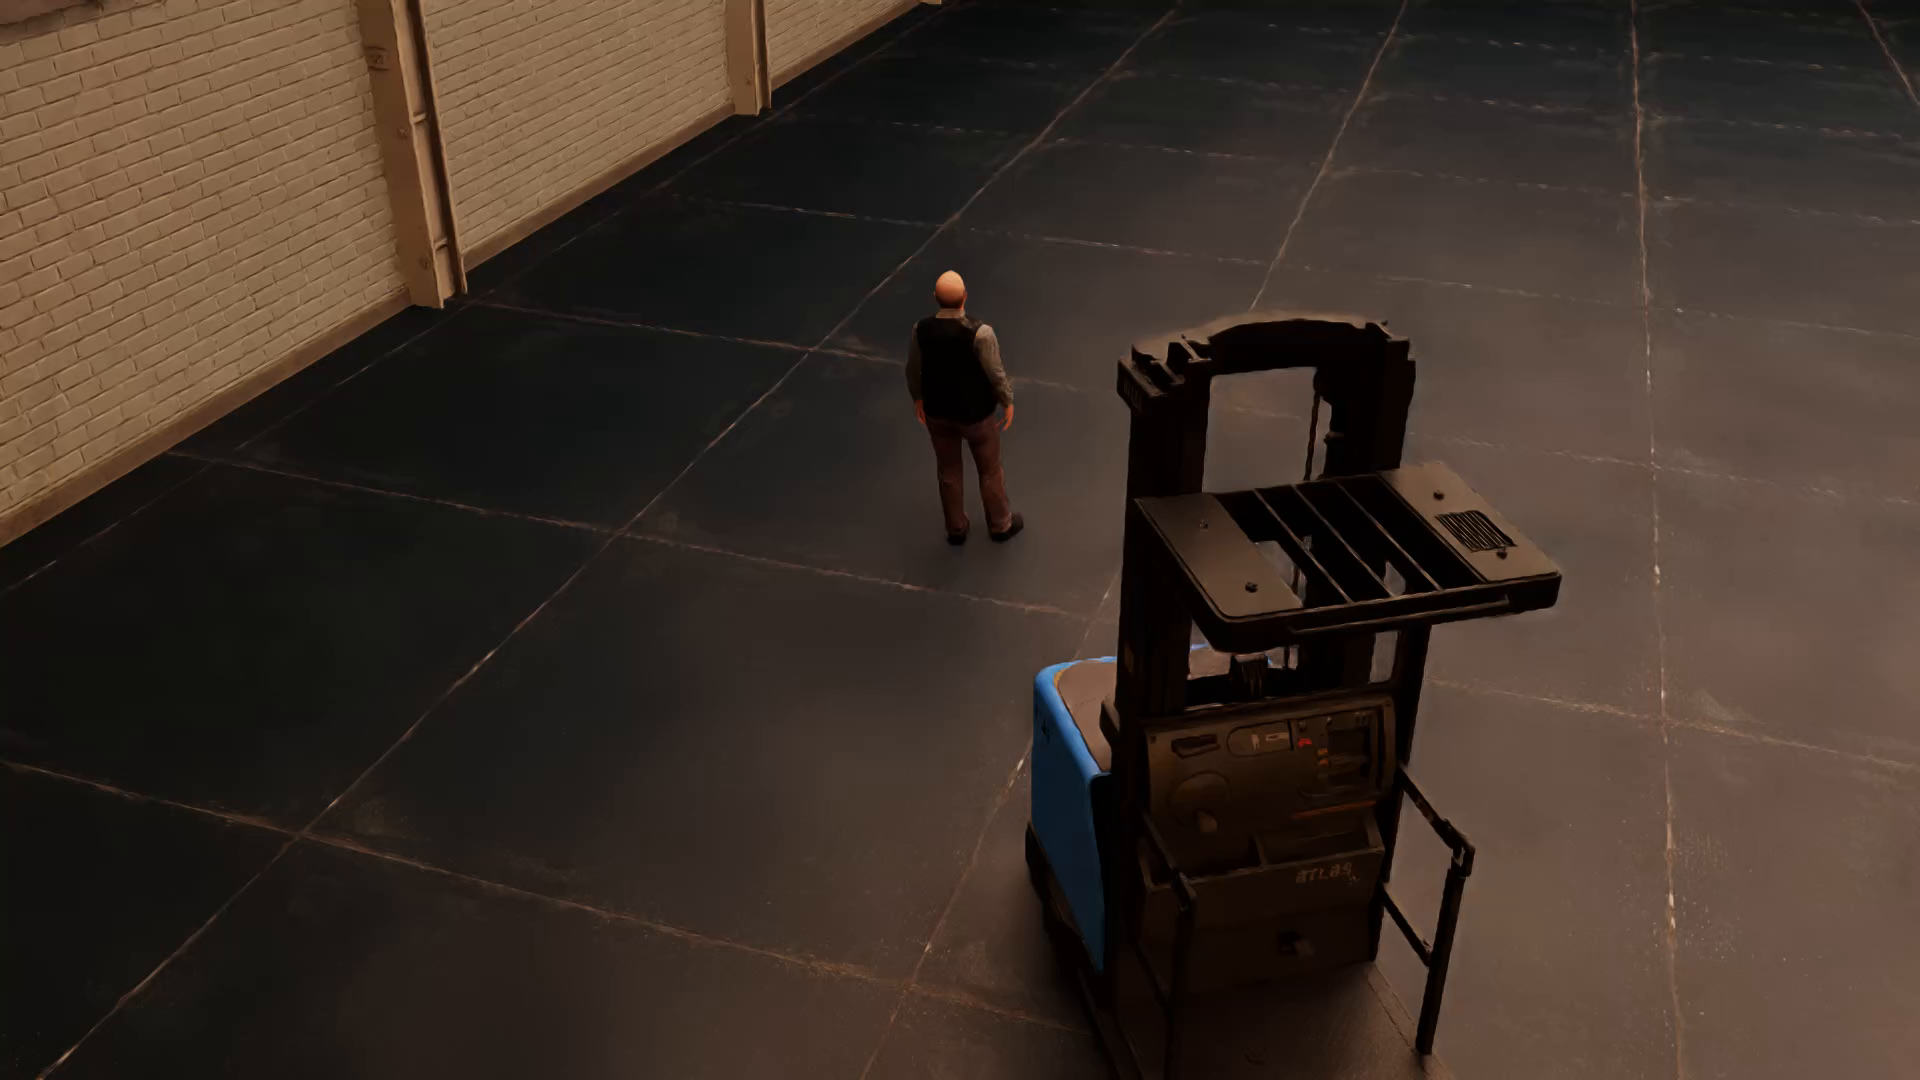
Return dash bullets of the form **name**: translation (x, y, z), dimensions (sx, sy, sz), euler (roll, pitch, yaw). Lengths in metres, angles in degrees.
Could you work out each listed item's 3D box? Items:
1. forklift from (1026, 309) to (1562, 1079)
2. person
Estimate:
- **forklift**: translation (1.152, 0.838, 5.666), dimensions (1.130, 2.935, 3.031), euler (-7, 30, -12)
- **person**: translation (0.028, -0.782, 9.715), dimensions (0.632, 1.720, 0.567), euler (10, 31, 16)
